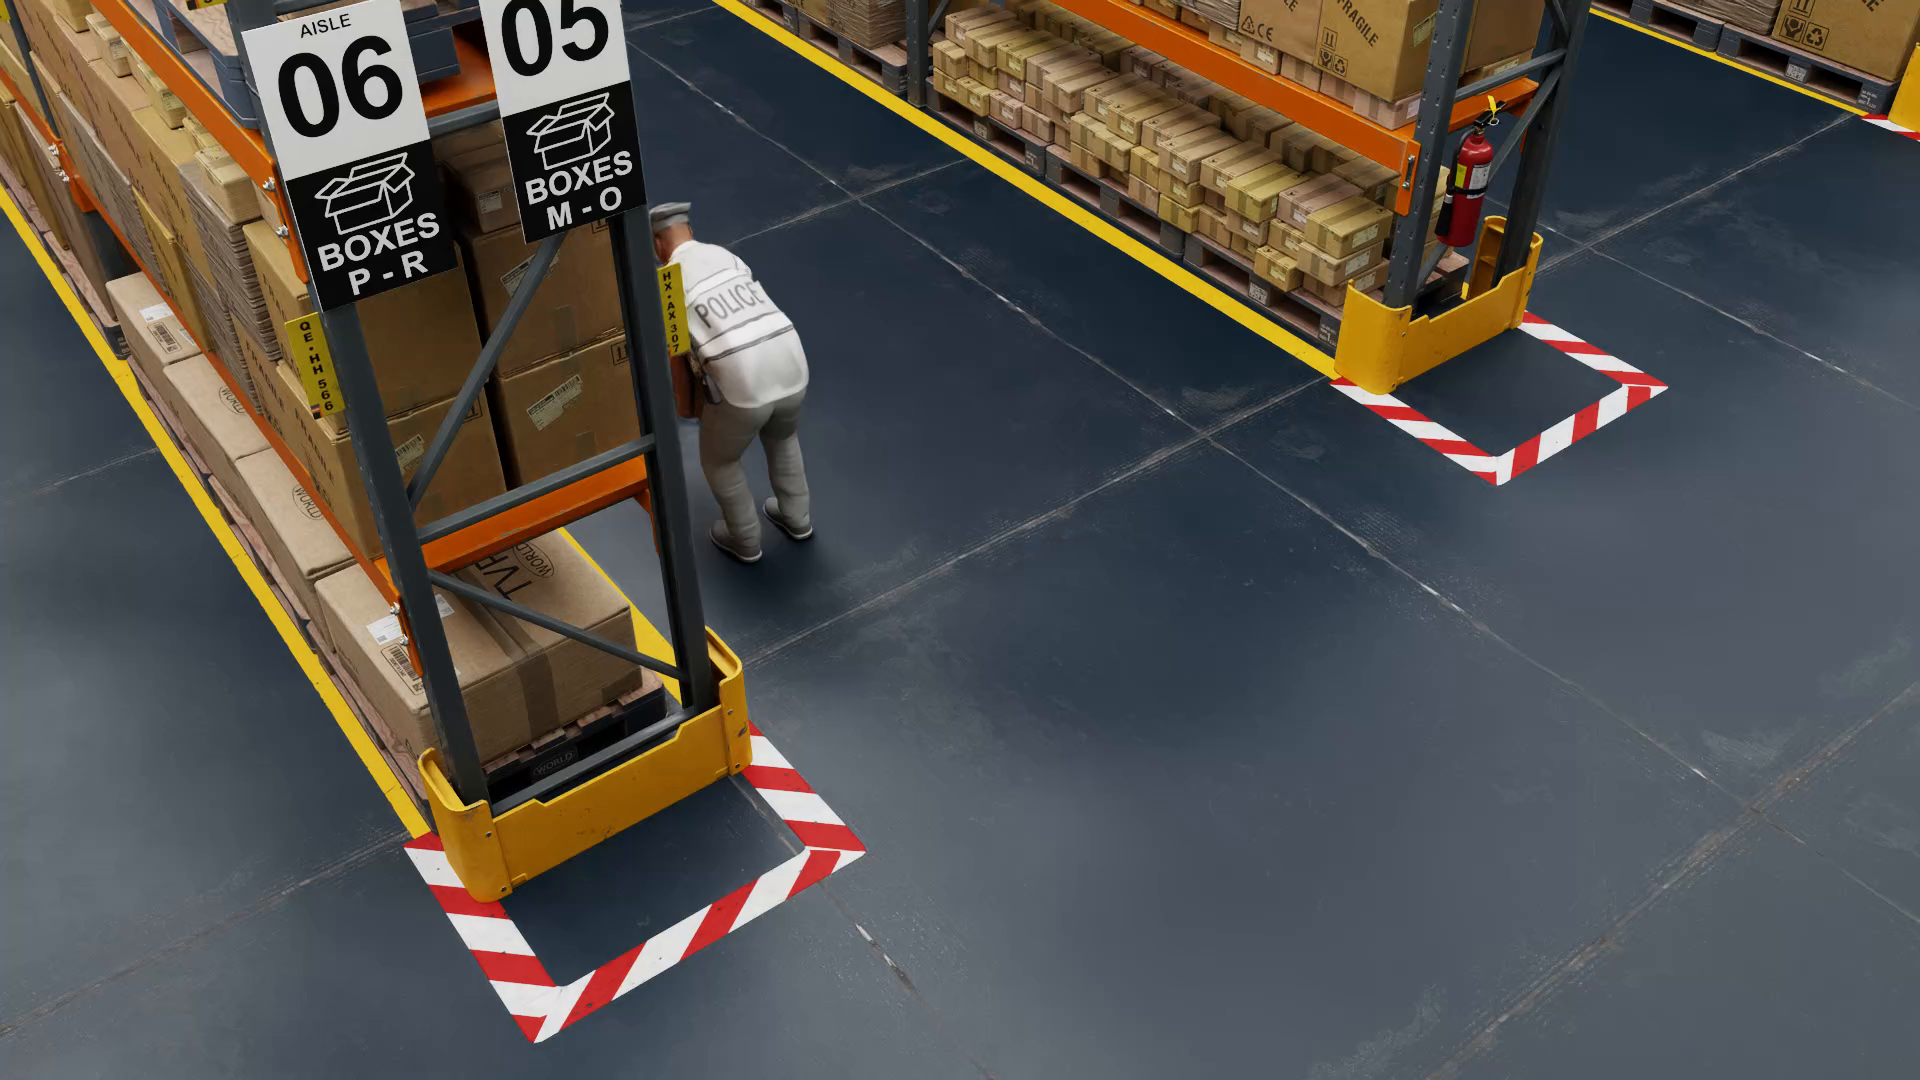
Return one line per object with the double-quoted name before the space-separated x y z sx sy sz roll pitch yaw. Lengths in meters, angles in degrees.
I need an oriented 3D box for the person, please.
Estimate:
"person" -1.020 -0.685 7.185 0.476 1.477 0.919 -28 47 -29
